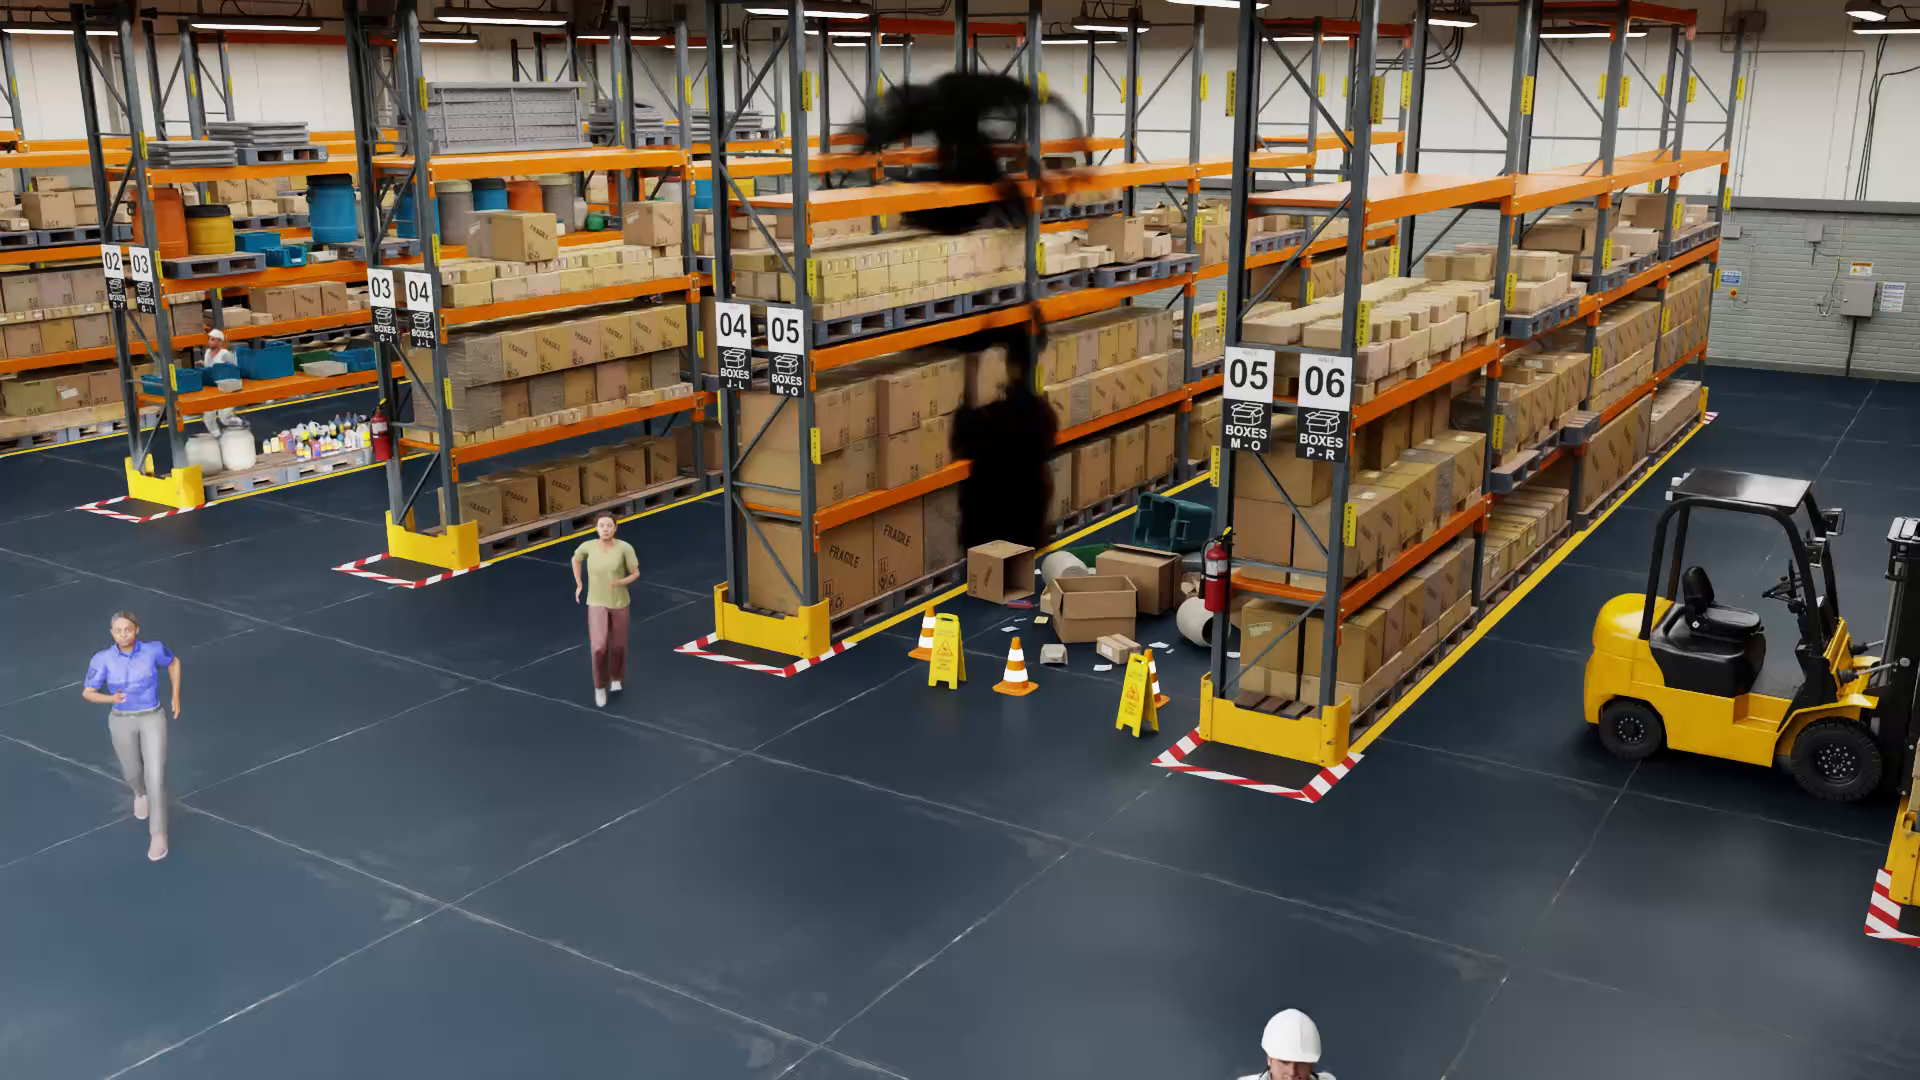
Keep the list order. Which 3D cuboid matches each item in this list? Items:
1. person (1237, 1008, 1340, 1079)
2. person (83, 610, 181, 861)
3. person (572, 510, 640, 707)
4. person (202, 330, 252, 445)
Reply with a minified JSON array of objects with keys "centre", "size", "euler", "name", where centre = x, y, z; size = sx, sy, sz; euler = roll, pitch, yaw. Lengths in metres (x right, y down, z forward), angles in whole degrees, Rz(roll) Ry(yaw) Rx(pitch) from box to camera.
[{"centre":[1.239,2.641,6.423],"size":[0.645,1.847,0.808],"euler":[3,16,11],"name":"person"},{"centre":[-5.671,1.282,11.475],"size":[0.604,1.647,0.900],"euler":[-7,17,-23],"name":"person"},{"centre":[-2.970,0.572,14.056],"size":[0.554,1.684,0.685],"euler":[-4,16,-13],"name":"person"},{"centre":[-10.451,-2.102,23.521],"size":[0.663,1.748,0.780],"euler":[5,16,19],"name":"person"}]
